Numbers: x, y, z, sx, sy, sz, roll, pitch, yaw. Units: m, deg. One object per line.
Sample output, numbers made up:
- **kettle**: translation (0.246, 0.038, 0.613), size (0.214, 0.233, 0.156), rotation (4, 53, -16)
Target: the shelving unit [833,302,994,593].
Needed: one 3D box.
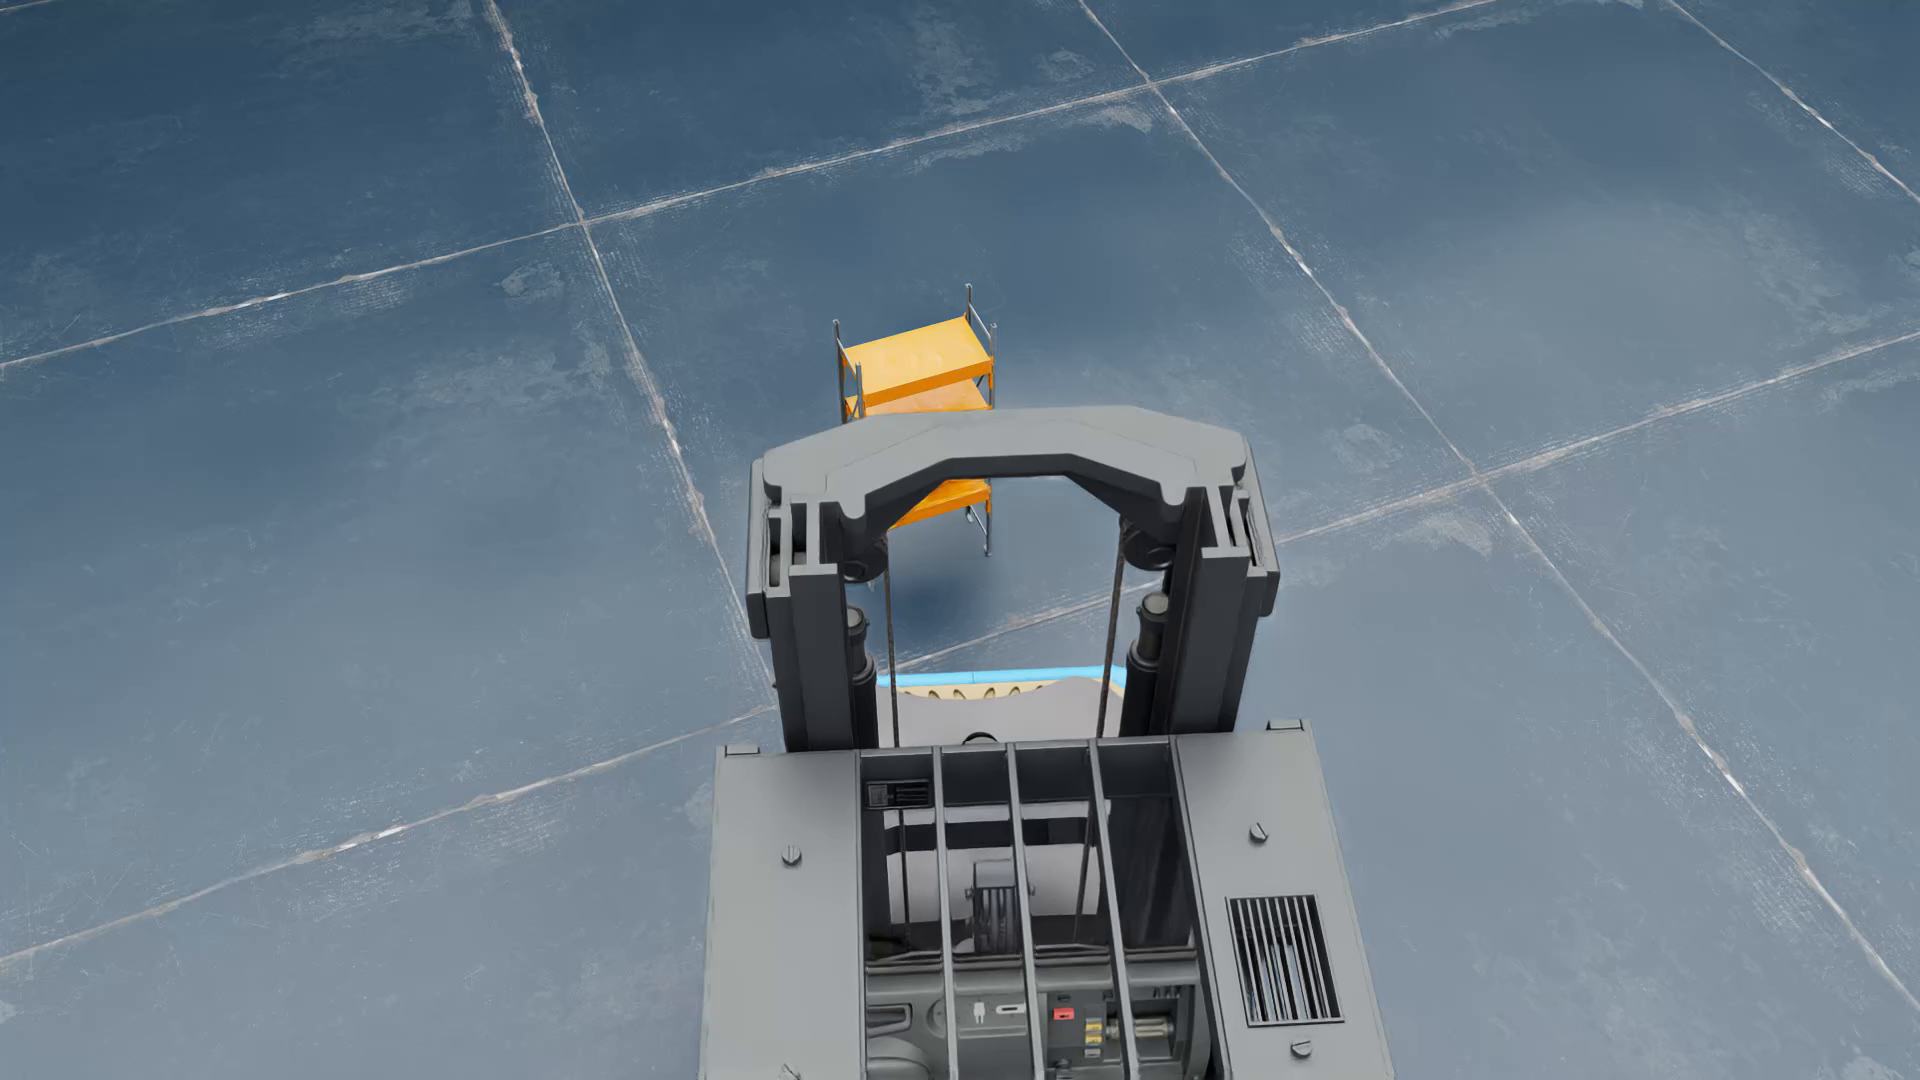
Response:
- **shelving unit**: translation (-0.155, -0.343, 6.094), size (0.499, 1.200, 0.258), rotation (-17, 52, -14)

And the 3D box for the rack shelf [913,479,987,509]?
- **rack shelf**: translation (-0.153, -0.205, 6.256), size (0.457, 0.021, 0.221), rotation (-17, 52, -14)

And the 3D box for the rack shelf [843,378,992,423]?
- **rack shelf**: translation (-0.153, -0.445, 5.976), size (0.480, 0.148, 0.258), rotation (-17, 52, -14)

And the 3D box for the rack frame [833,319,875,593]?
- **rack frame**: translation (-0.379, -0.273, 6.035), size (0.015, 1.200, 0.240), rotation (-17, 52, -14)

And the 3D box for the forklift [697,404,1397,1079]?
- **forklift**: translation (0.113, 1.248, 3.587), size (1.121, 2.935, 3.031), rotation (-2, 49, -2)

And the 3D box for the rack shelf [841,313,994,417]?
- **rack shelf**: translation (-0.153, -0.599, 5.797), size (0.480, 0.148, 0.258), rotation (-17, 52, -14)

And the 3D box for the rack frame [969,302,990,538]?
- **rack frame**: translation (0.072, -0.414, 6.155), size (0.006, 1.046, 0.228), rotation (-17, 52, -14)
